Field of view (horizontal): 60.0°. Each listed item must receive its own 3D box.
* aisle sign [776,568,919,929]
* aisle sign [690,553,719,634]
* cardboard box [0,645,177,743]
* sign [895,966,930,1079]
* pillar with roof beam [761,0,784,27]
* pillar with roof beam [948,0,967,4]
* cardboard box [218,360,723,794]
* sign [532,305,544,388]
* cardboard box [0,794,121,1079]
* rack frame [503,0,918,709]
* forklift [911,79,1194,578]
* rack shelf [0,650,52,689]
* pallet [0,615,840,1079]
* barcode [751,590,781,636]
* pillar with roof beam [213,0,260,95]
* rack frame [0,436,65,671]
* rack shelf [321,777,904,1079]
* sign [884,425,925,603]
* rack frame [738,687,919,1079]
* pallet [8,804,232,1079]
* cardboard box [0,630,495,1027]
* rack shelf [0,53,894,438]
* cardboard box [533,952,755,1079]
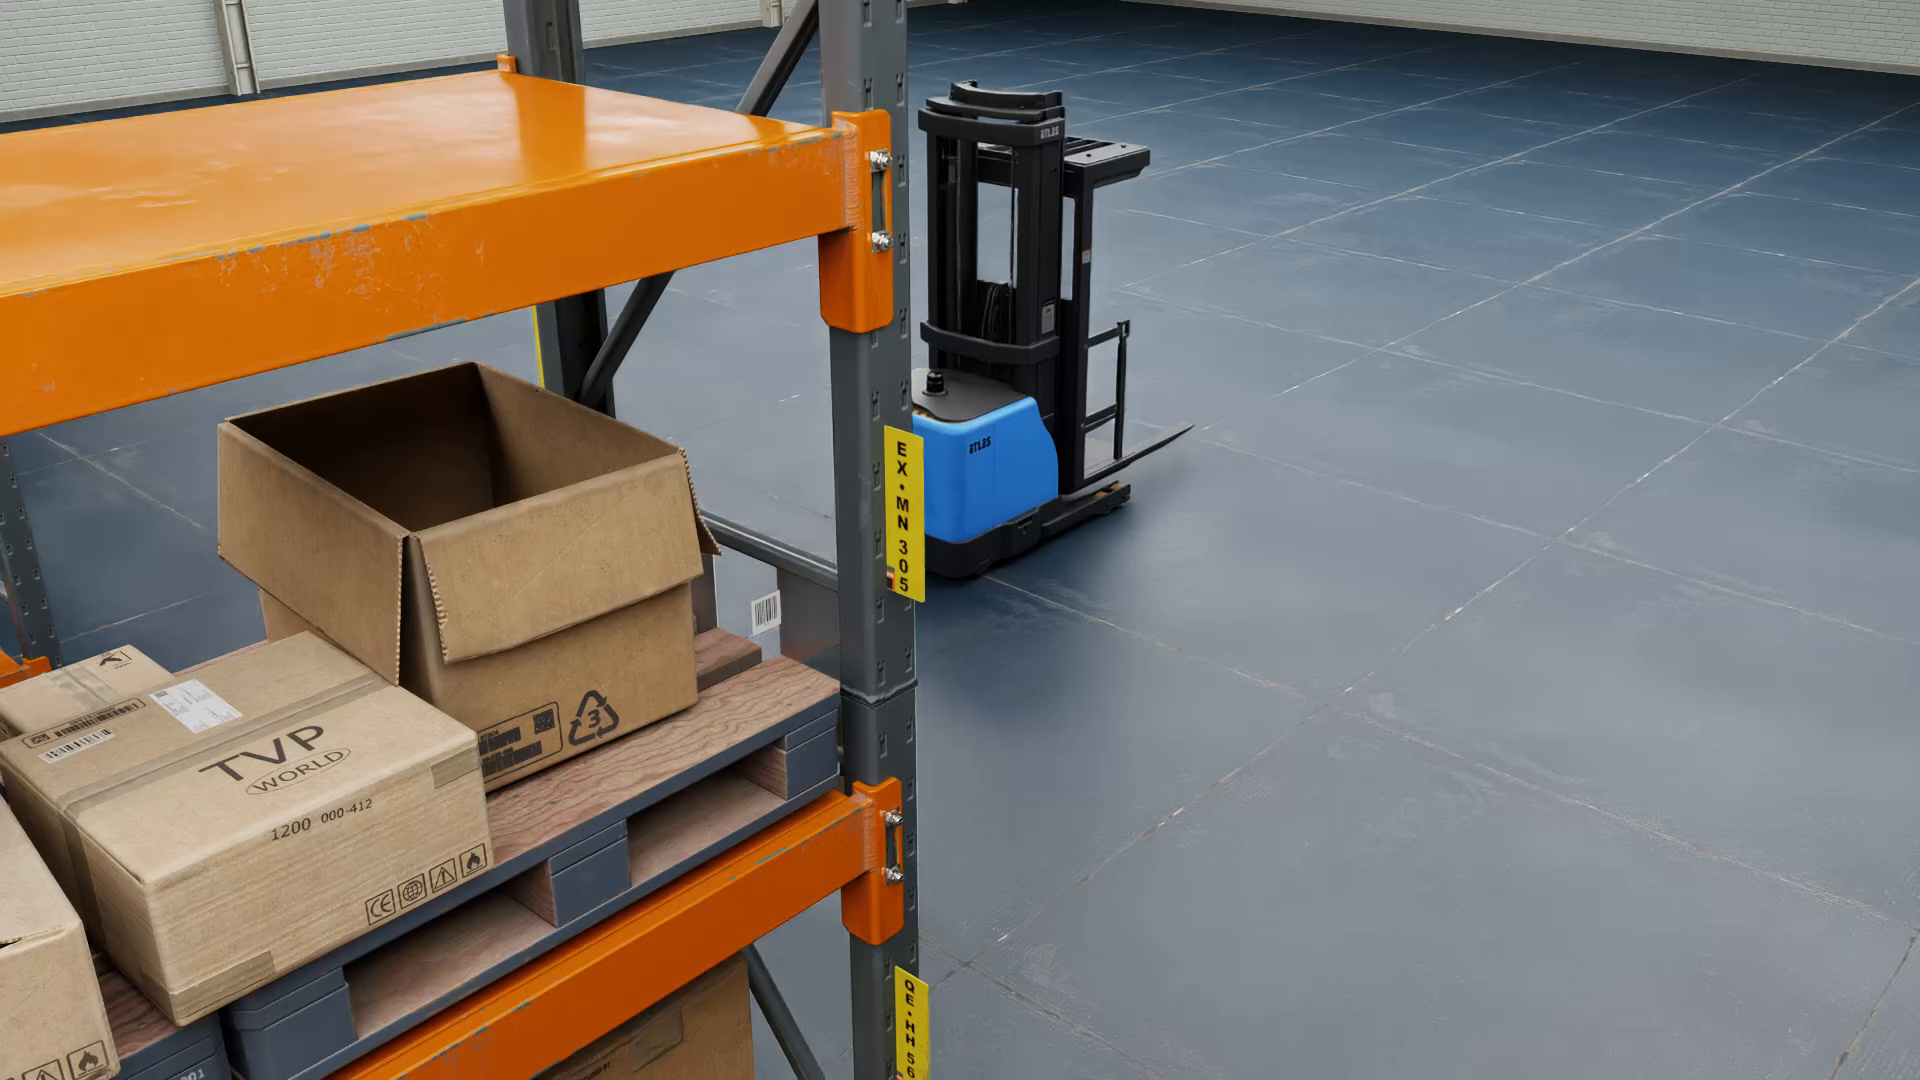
[{"bbox_3d":[-0.236,0.412,3.487,0.394,0.787,0.004,20,31,38],"label":"aisle sign"},{"bbox_3d":[-0.682,0.248,3.852,0.394,0.787,0.004,20,31,38],"label":"aisle sign"},{"bbox_3d":[-1.415,0.339,2.784,0.380,0.149,0.250,20,31,38],"label":"cardboard box"},{"bbox_3d":[-0.103,1.054,3.528,0.100,0.325,0.005,20,31,38],"label":"sign"},{"bbox_3d":[-0.864,-14.136,31.779,9.100,9.000,0.400,20,31,38],"label":"pillar with roof beam"},{"bbox_3d":[3.141,-15.964,35.856,9.100,9.000,0.400,20,31,38],"label":"pillar with roof beam"},{"bbox_3d":[-0.885,0.041,3.016,0.637,0.503,0.797,-22,32,-39],"label":"cardboard box"},{"bbox_3d":[-0.907,-0.419,3.686,0.100,0.325,0.005,20,31,38],"label":"sign"},{"bbox_3d":[-1.441,0.547,2.122,0.500,0.311,0.500,-20,31,-37],"label":"cardboard box"},{"bbox_3d":[-0.498,-1.199,2.926,1.000,3.000,0.127,20,31,38],"label":"rack frame"},{"bbox_3d":[0.556,-1.626,11.293,1.130,2.935,3.031,19,30,36],"label":"forklift"},{"bbox_3d":[-5.519,1.122,5.960,1.077,0.370,4.000,20,31,38],"label":"rack shelf"},{"bbox_3d":[-0.989,0.418,3.093,1.003,0.211,1.213,20,31,38],"label":"pallet"},{"bbox_3d":[-0.340,0.128,2.922,0.001,0.075,0.075,20,31,38],"label":"barcode"},{"bbox_3d":[-8.873,-10.480,23.625,9.100,9.000,0.400,20,31,38],"label":"pillar with roof beam"},{"bbox_3d":[-4.184,0.184,7.172,1.000,3.000,0.127,20,31,38],"label":"rack frame"},{"bbox_3d":[-1.833,1.107,2.328,1.077,0.370,4.000,20,31,38],"label":"rack shelf"},{"bbox_3d":[-0.103,-0.046,3.035,0.100,0.325,0.005,20,31,38],"label":"sign"},{"bbox_3d":[-0.498,1.538,4.153,1.000,3.000,0.127,20,31,38],"label":"rack frame"},{"bbox_3d":[-1.803,0.792,2.260,1.003,0.211,1.213,20,31,38],"label":"pallet"},{"bbox_3d":[-1.070,0.405,2.512,0.500,0.250,0.500,20,31,38],"label":"cardboard box"},{"bbox_3d":[-1.833,-0.079,1.796,1.077,0.370,4.000,20,31,38],"label":"rack shelf"},{"bbox_3d":[-0.855,1.055,3.522,0.700,0.500,0.500,20,31,38],"label":"cardboard box"}]
